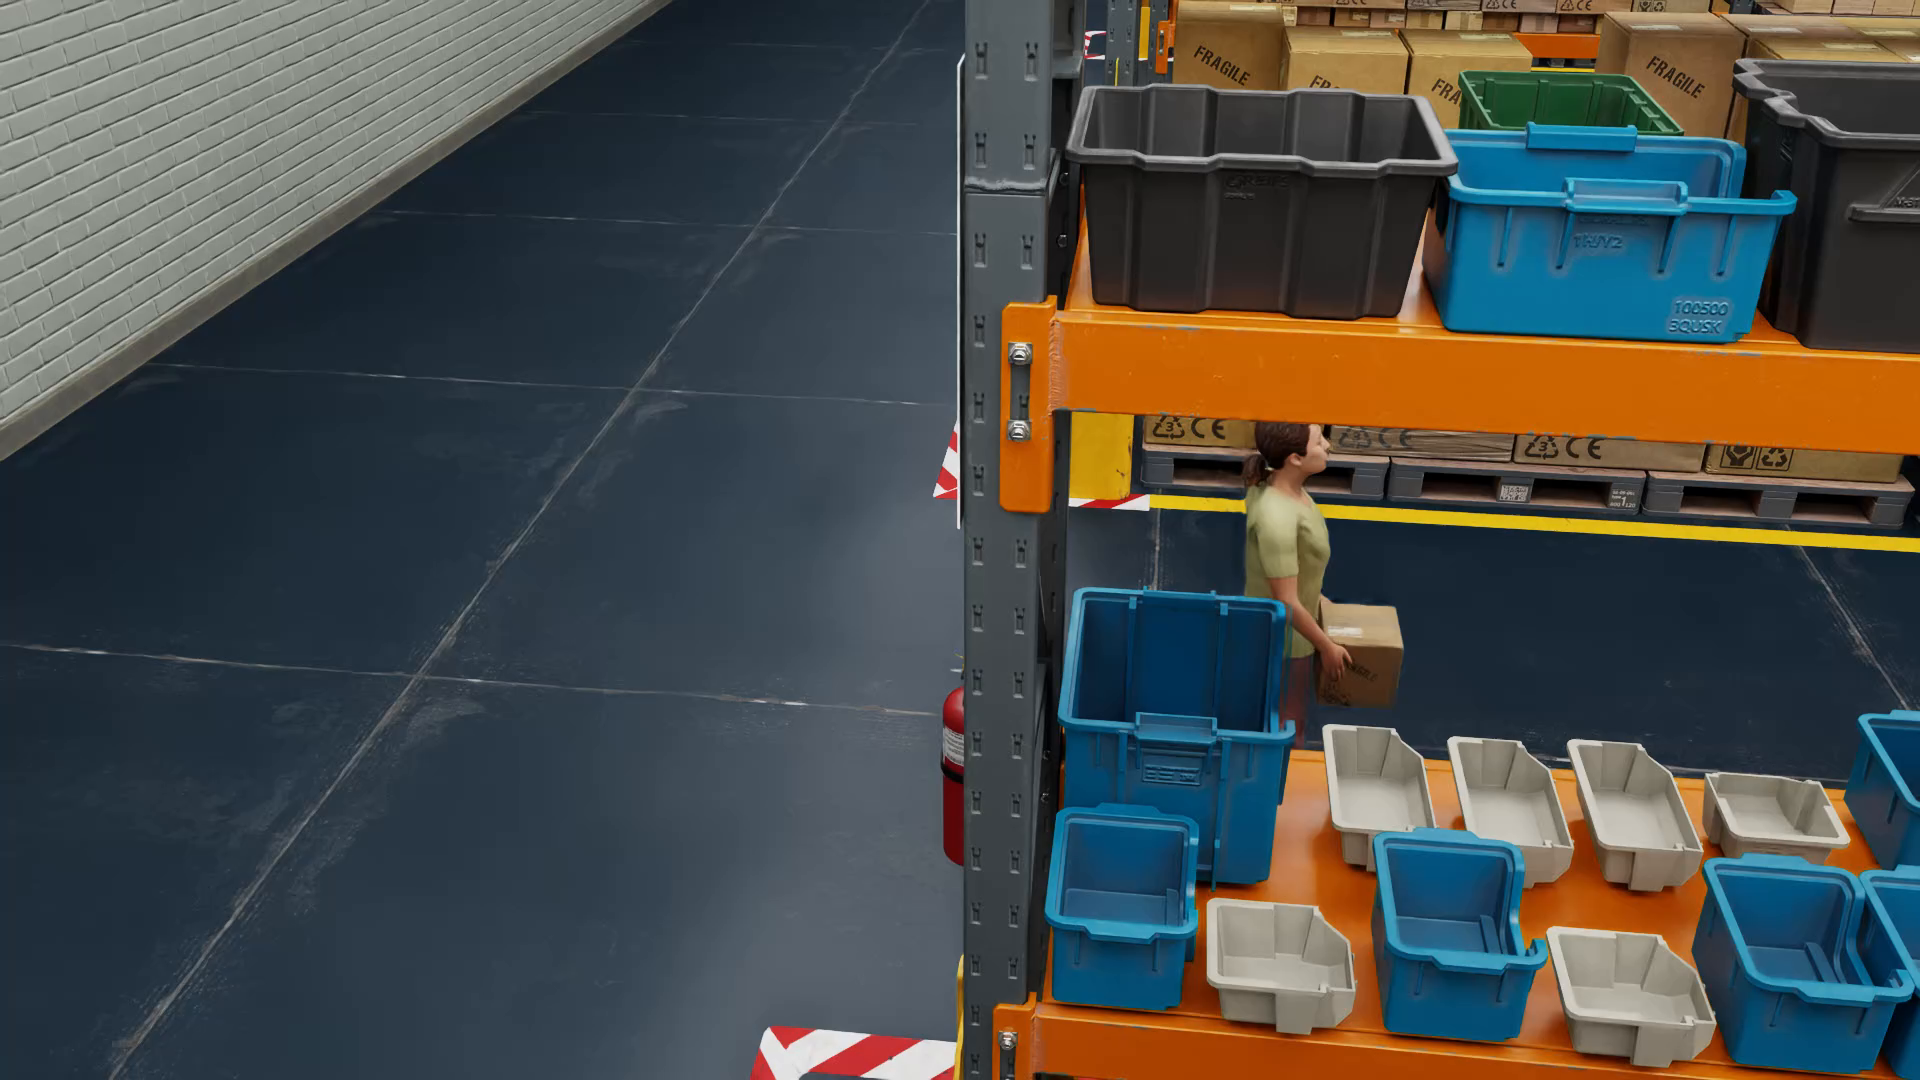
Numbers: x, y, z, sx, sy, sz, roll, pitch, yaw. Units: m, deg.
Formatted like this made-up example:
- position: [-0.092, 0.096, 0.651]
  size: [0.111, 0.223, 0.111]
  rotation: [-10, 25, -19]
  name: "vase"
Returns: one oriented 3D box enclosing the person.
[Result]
- position: [1.080, 0.331, 5.523]
  size: [0.416, 1.664, 0.509]
  rotation: [3, 29, 6]
  name: "person"
